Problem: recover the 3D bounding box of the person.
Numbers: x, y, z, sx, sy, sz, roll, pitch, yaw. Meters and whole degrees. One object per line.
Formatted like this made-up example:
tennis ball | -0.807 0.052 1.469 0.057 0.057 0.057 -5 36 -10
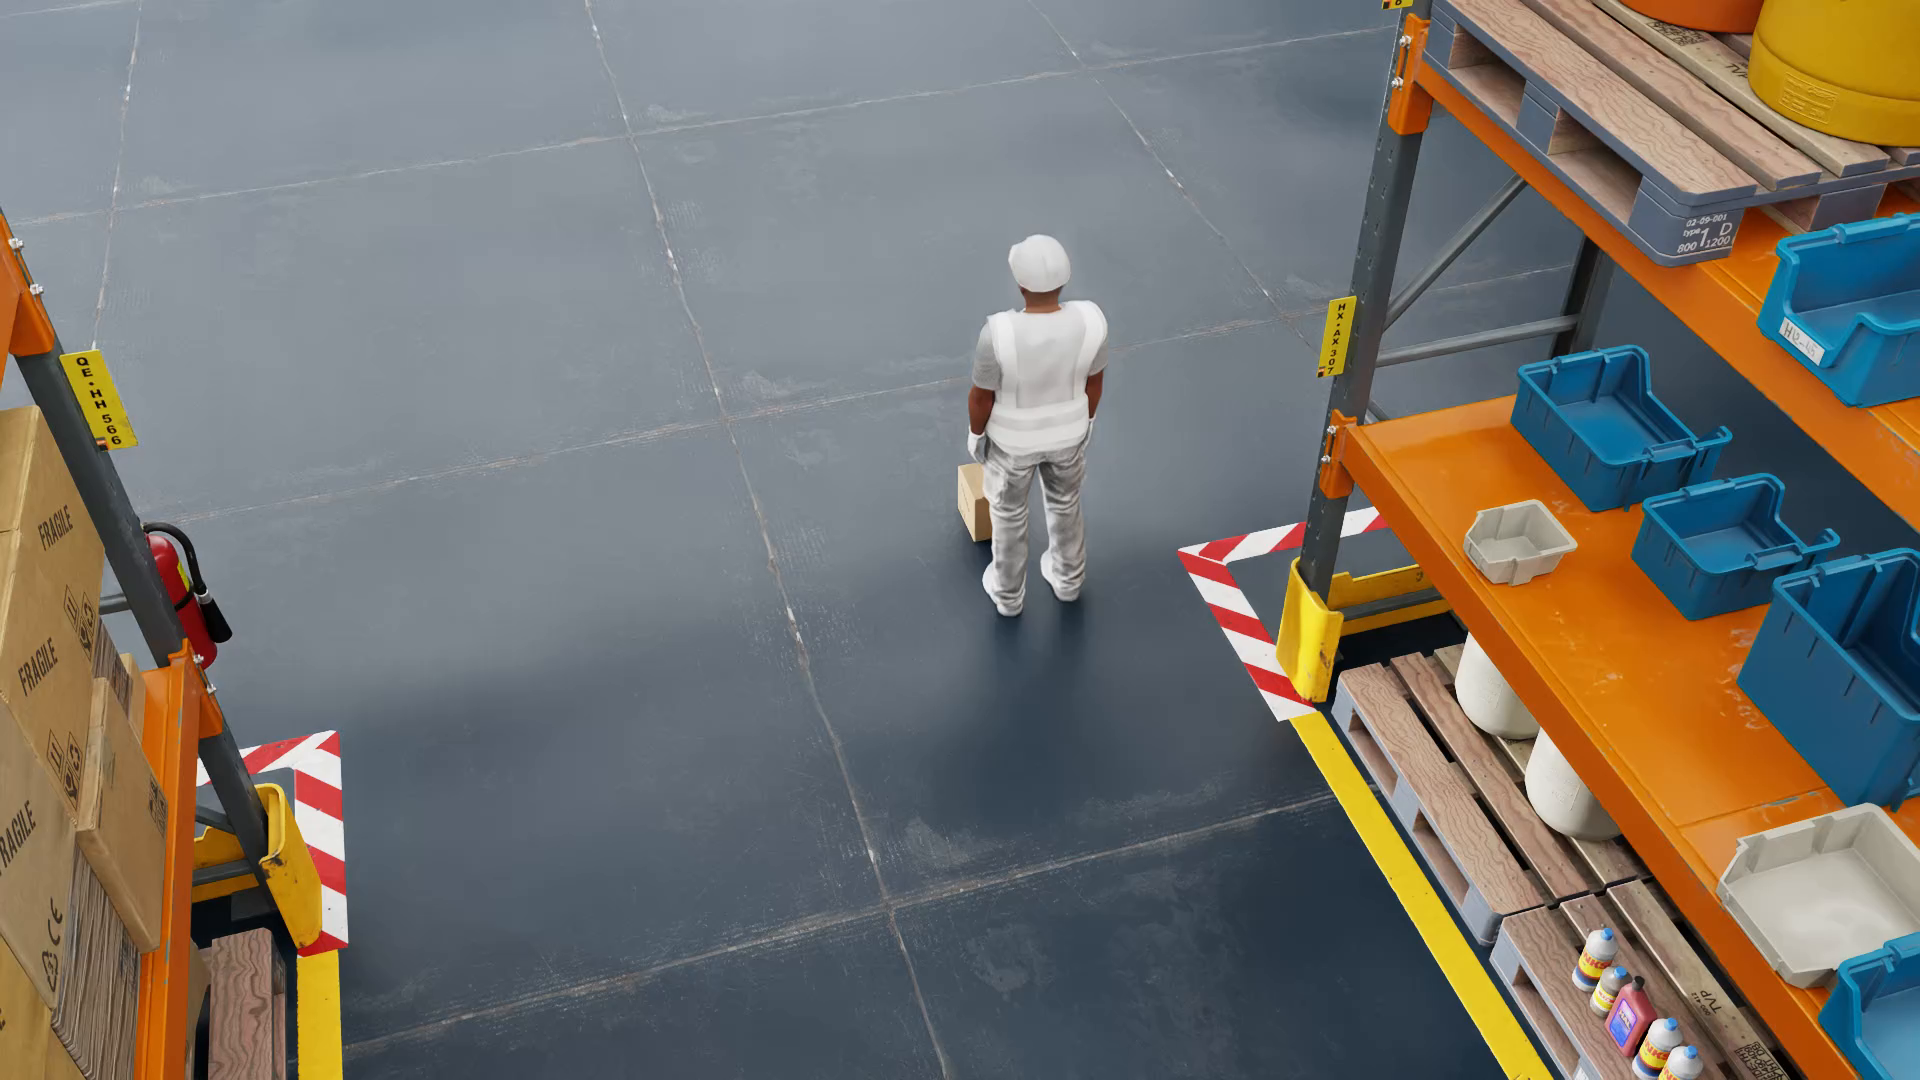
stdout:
person | 0.290 -0.444 6.639 0.546 1.783 0.366 -11 43 -12
